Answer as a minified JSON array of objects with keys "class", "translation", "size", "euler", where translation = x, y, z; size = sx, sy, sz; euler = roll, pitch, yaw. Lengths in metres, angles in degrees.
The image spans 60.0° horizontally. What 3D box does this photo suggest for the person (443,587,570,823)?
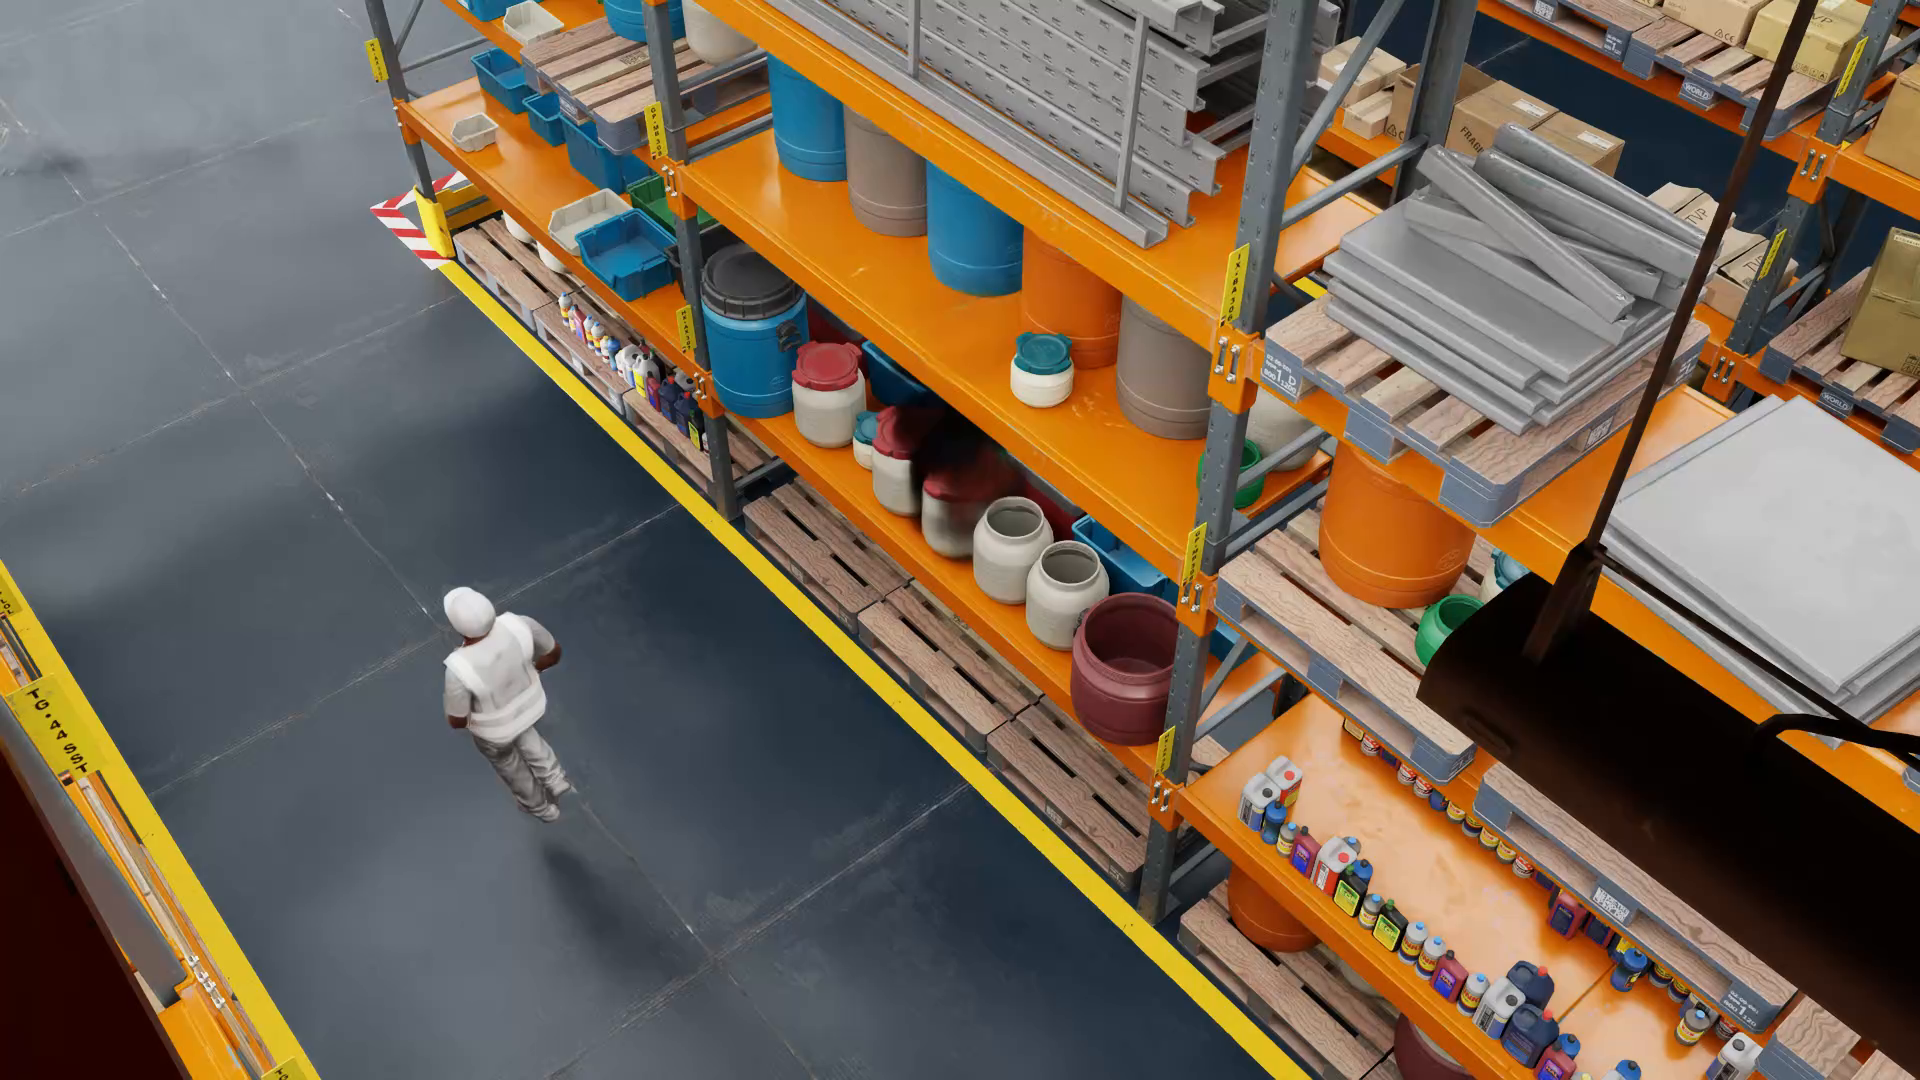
[{"class":"person","translation":[-2.361,0.858,8.589],"size":[0.524,1.729,0.652],"euler":[32,54,26]}]
